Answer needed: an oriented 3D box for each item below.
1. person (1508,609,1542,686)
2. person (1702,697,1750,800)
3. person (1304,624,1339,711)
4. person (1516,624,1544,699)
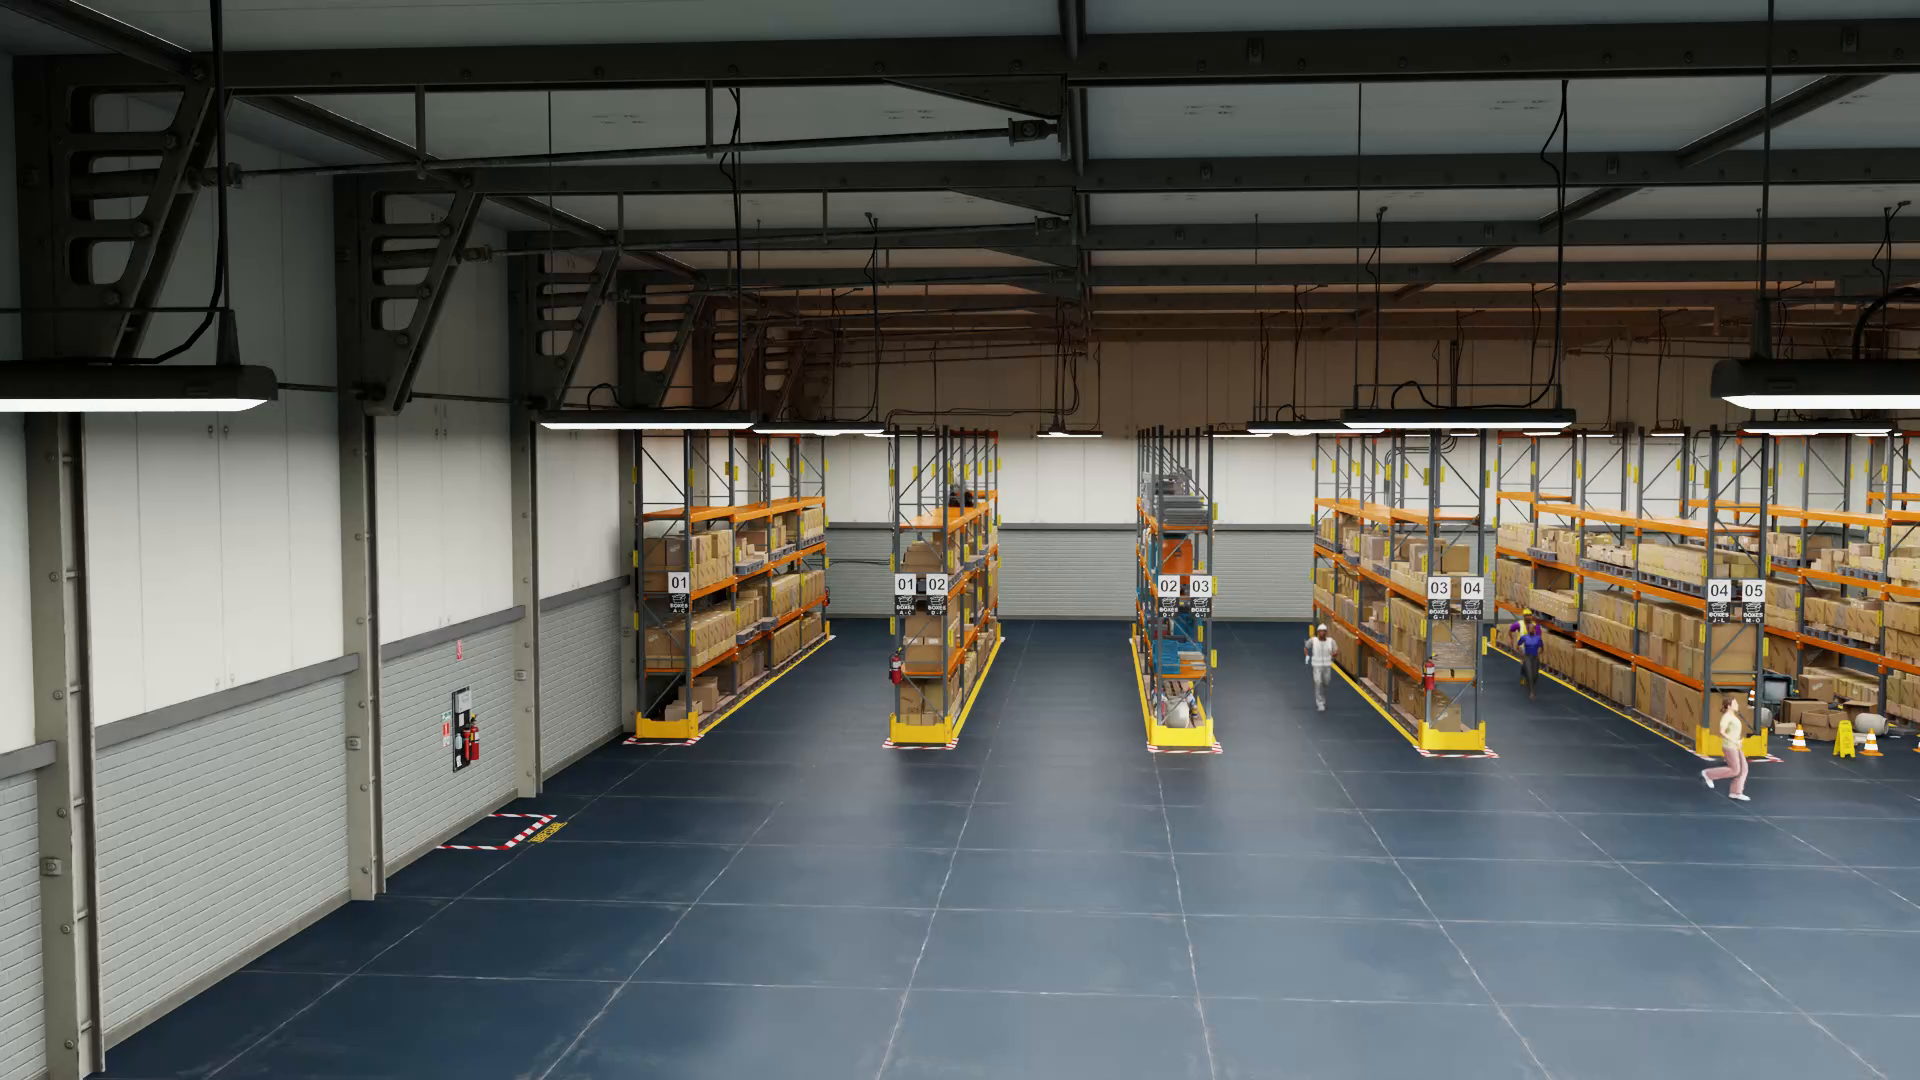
[{"bbox_3d":[13.222,2.514,38.797,0.670,1.801,0.728,0,3,-3],"label":"person"},{"bbox_3d":[12.270,3.315,26.591,0.713,1.641,0.586,2,4,35],"label":"person"},{"bbox_3d":[7.689,2.677,35.323,0.683,1.771,0.997,0,3,1],"label":"person"},{"bbox_3d":[12.714,2.691,37.062,0.589,1.641,0.710,0,3,5],"label":"person"}]
